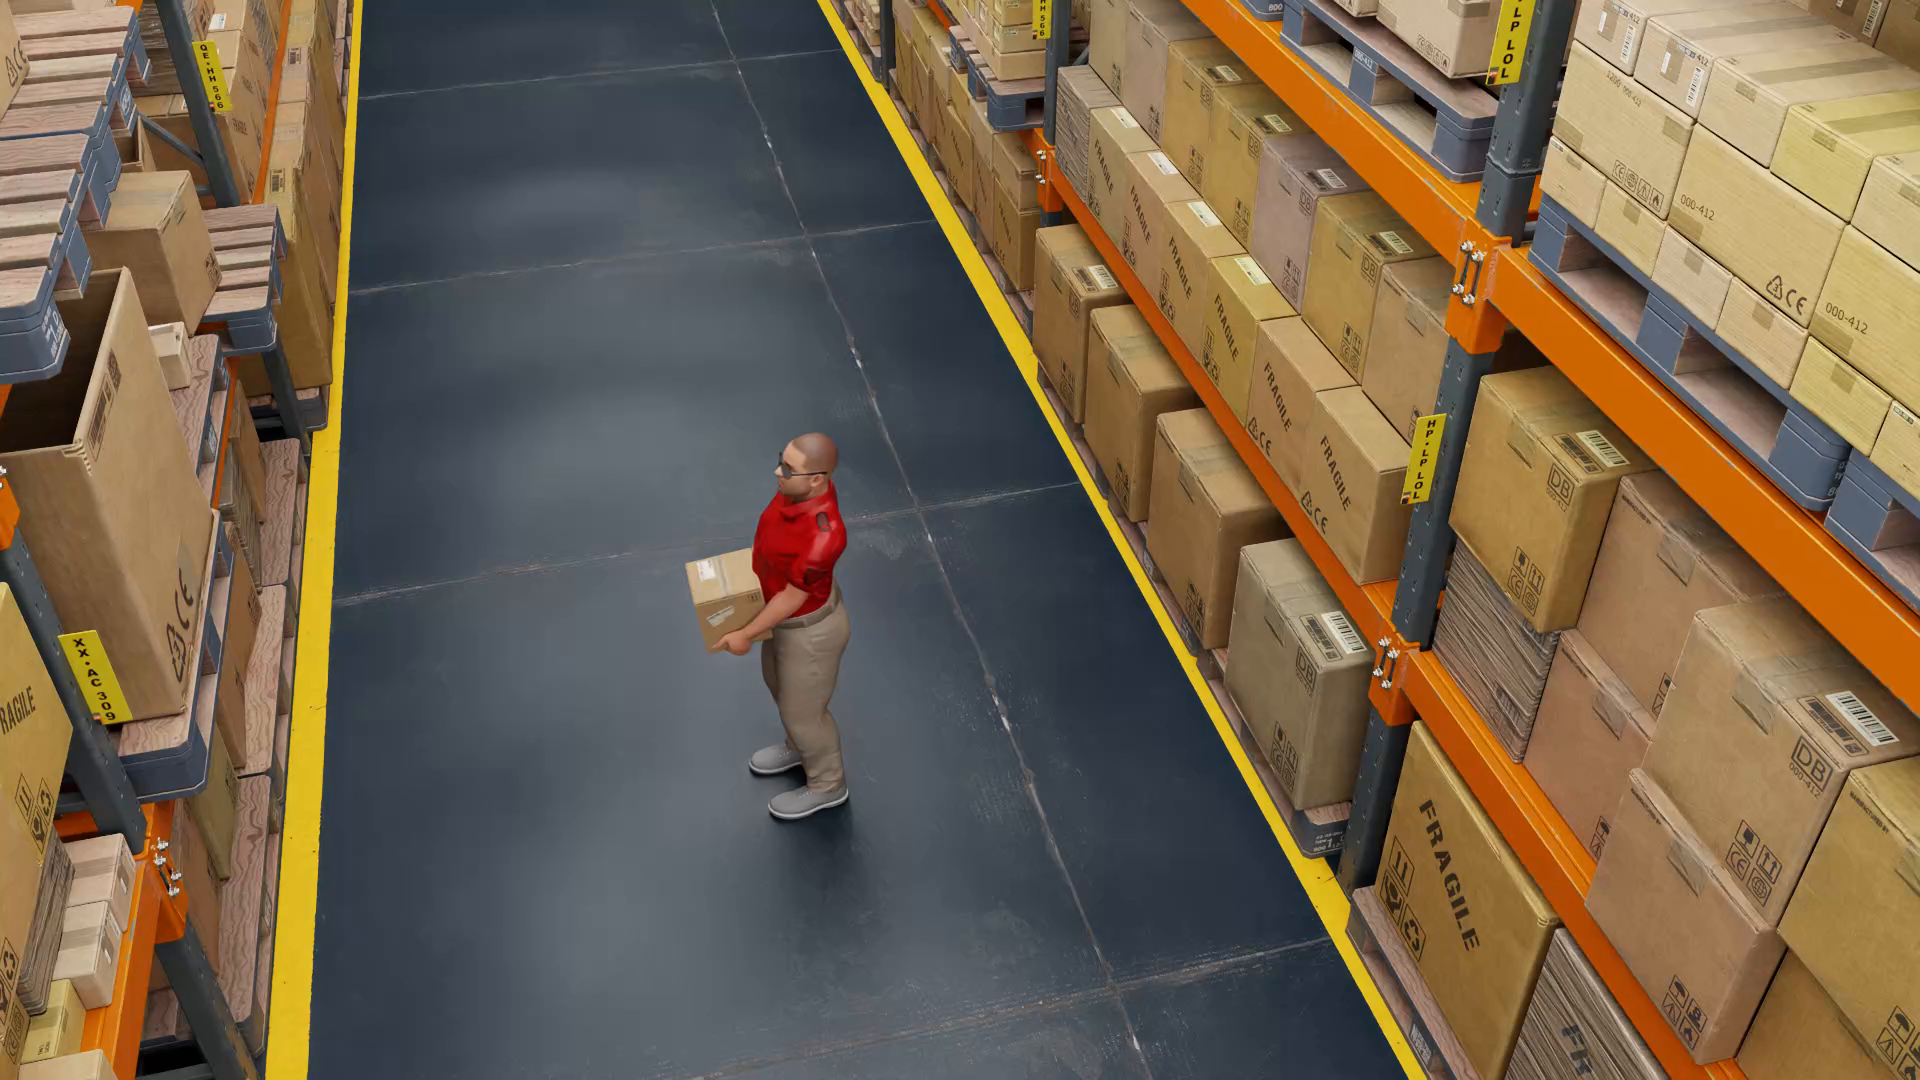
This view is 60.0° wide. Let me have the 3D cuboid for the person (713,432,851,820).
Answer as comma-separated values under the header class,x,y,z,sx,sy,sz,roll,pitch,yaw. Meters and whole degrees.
class,x,y,z,sx,sy,sz,roll,pitch,yaw
person,-0.684,0.334,6.309,0.530,1.712,0.493,-9,39,-12
